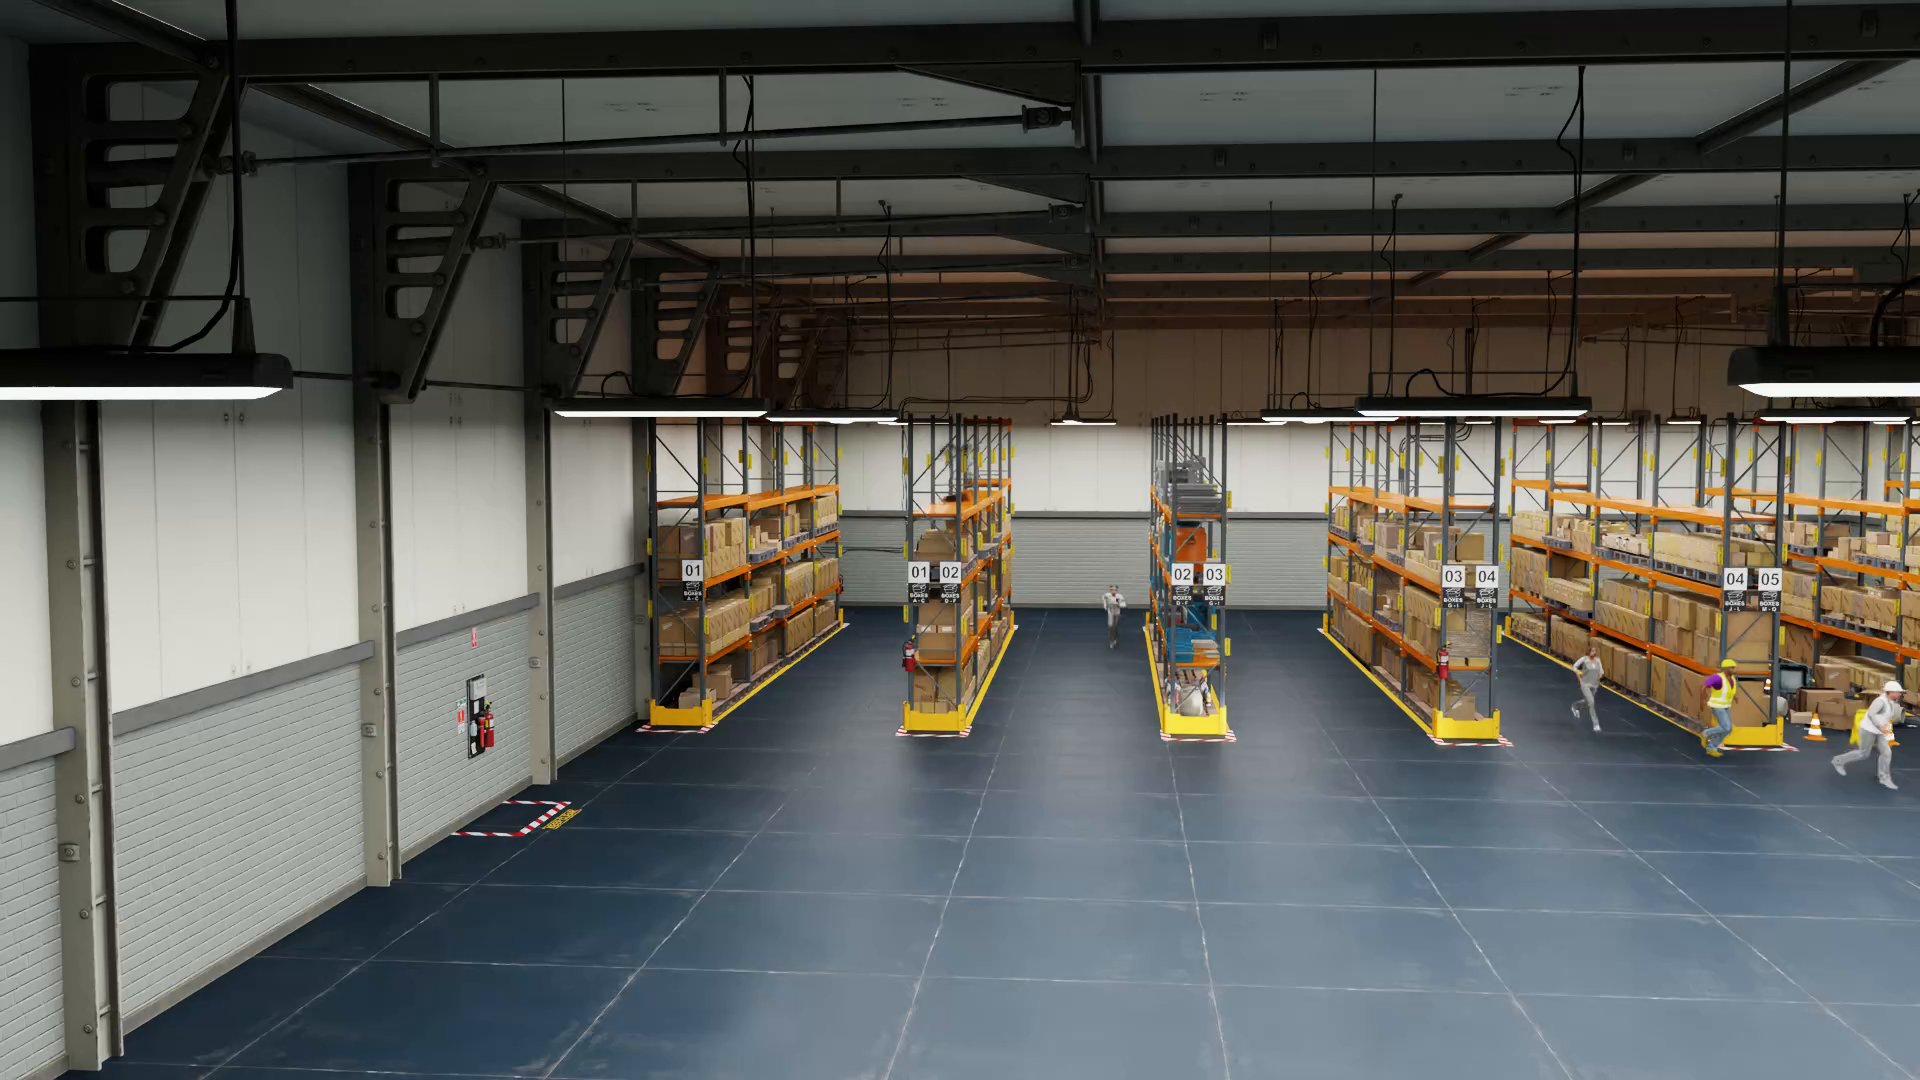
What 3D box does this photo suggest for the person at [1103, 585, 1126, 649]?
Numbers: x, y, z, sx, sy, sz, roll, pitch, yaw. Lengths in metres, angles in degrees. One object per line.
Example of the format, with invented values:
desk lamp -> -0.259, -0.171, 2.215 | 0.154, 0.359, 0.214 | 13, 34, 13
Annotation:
person -> 4.032, 1.977, 43.498 | 0.607, 1.683, 0.910 | 0, 4, 4

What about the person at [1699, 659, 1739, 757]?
person -> 13.274, 2.920, 29.028 | 0.709, 1.703, 0.602 | -3, 5, -39

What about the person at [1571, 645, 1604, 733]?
person -> 11.981, 2.805, 31.737 | 0.473, 1.620, 1.005 | -1, 4, -17

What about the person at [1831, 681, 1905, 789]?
person -> 14.596, 3.092, 26.736 | 1.031, 1.731, 0.688 | 3, 5, 41
